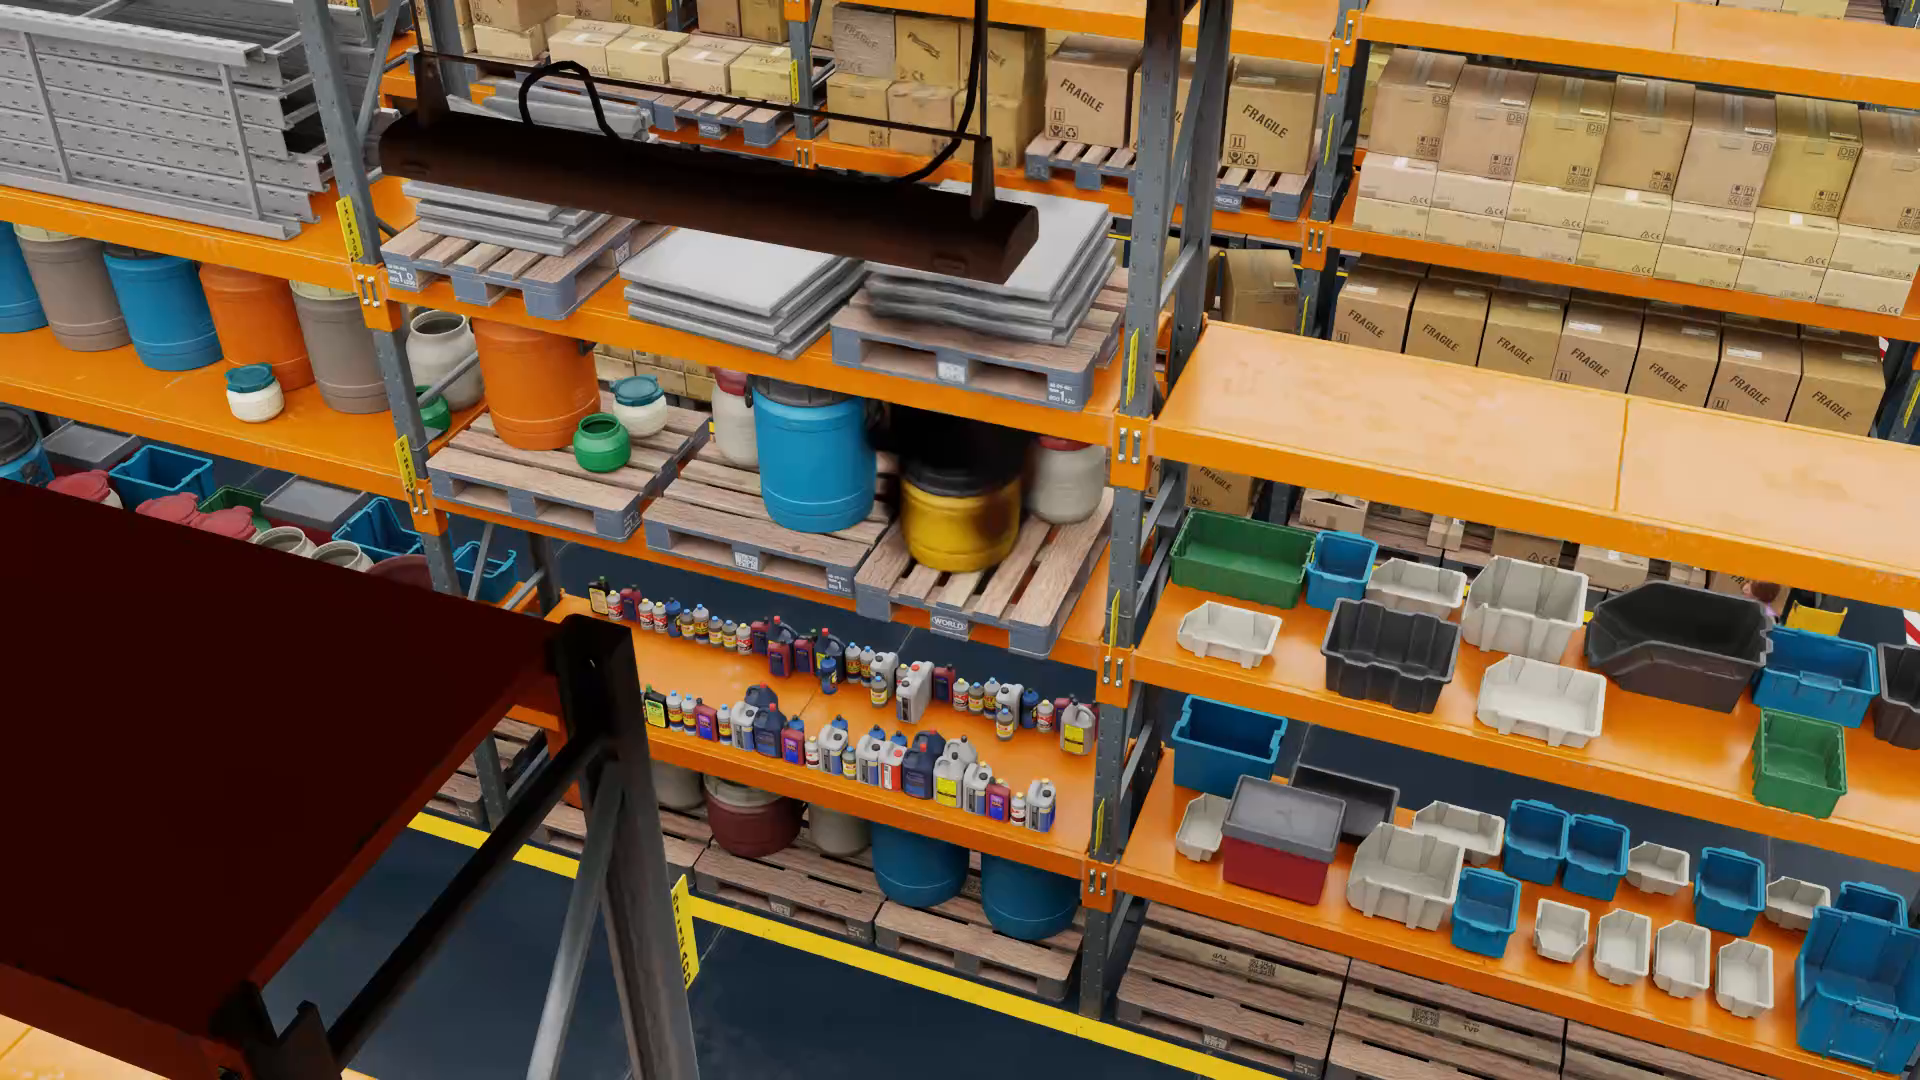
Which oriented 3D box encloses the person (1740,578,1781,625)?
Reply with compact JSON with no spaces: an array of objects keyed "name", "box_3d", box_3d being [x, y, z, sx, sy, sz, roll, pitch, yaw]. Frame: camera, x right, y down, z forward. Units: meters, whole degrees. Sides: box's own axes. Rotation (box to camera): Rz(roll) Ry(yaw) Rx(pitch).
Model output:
[{"name":"person","box_3d":[5.178,0.852,10.949,0.652,1.562,0.550,2,37,2]}]
